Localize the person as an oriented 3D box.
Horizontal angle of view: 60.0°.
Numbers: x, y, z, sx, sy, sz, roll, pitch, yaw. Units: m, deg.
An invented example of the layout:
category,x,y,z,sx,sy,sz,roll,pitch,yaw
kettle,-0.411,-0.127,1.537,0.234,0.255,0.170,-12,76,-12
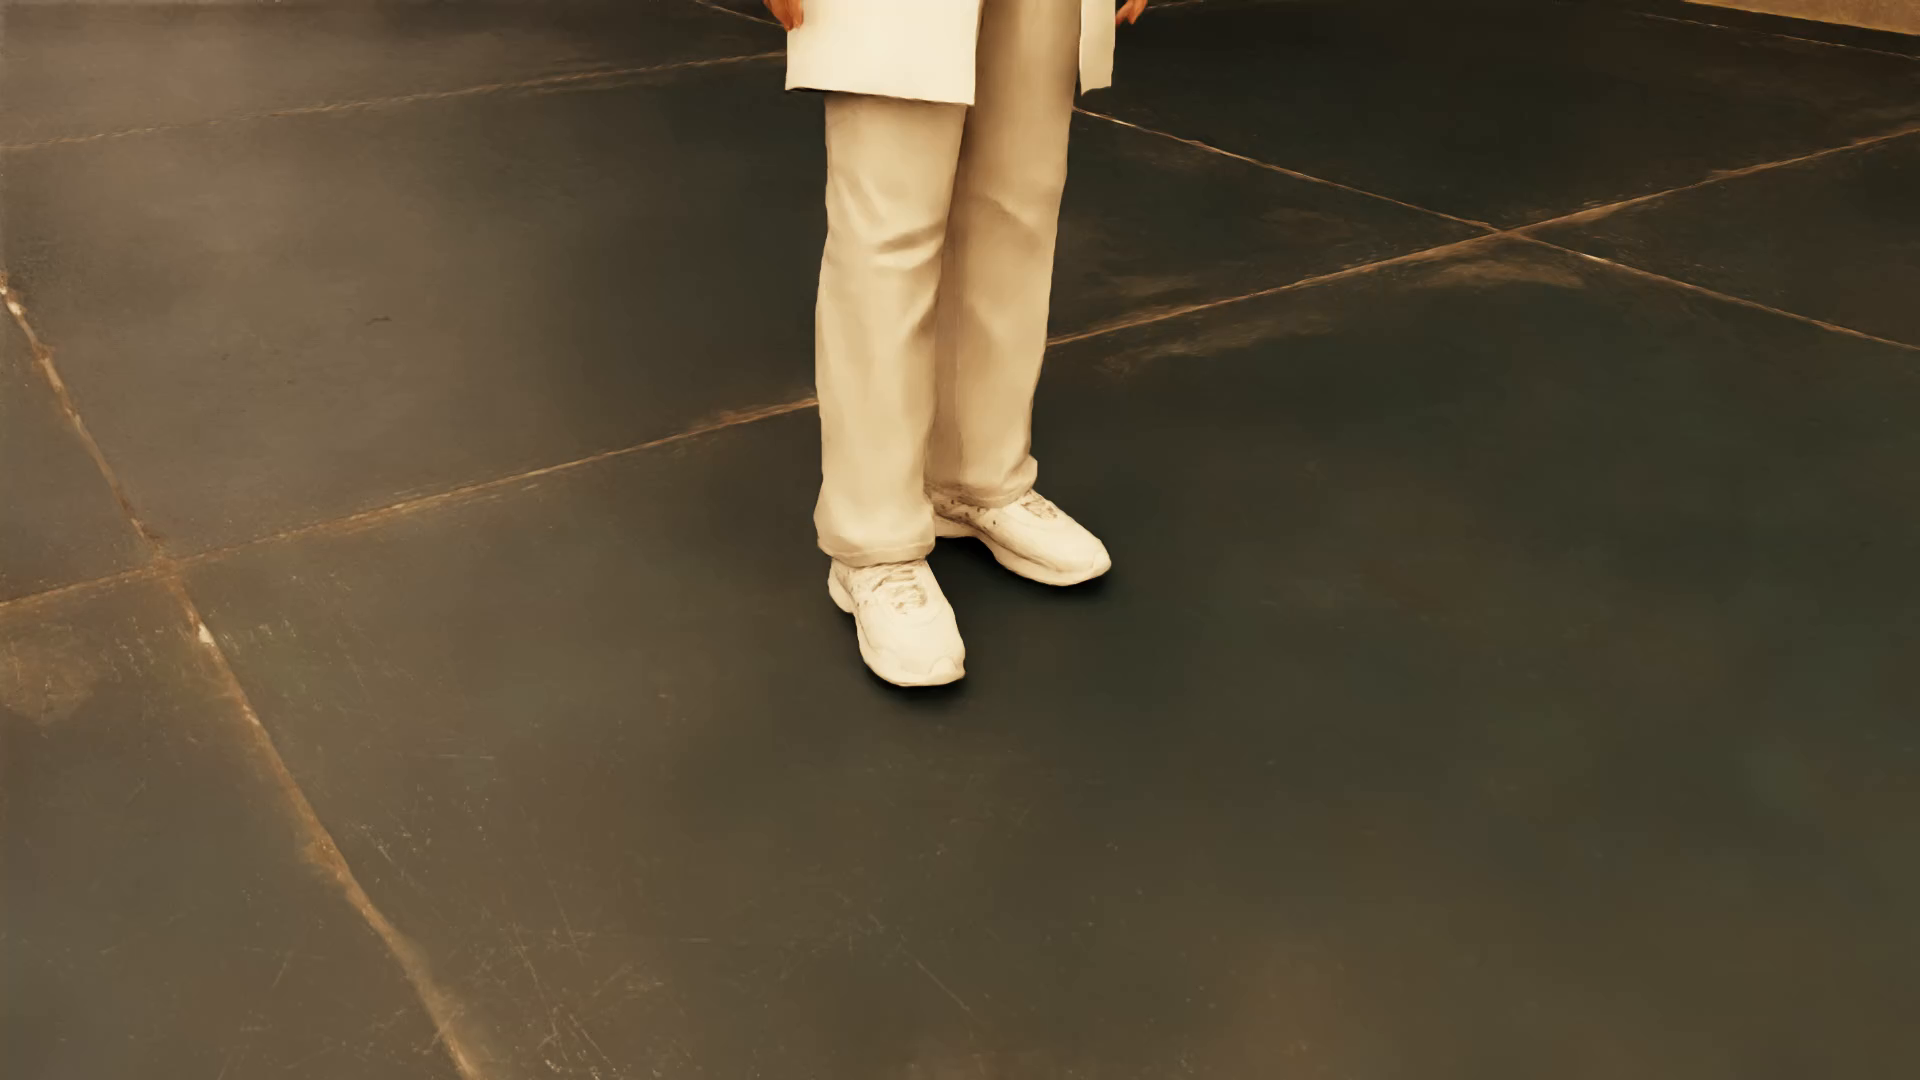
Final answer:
category,x,y,z,sx,sy,sz,roll,pitch,yaw
person,0.048,-0.767,2.029,0.694,1.776,0.579,-17,31,-31
